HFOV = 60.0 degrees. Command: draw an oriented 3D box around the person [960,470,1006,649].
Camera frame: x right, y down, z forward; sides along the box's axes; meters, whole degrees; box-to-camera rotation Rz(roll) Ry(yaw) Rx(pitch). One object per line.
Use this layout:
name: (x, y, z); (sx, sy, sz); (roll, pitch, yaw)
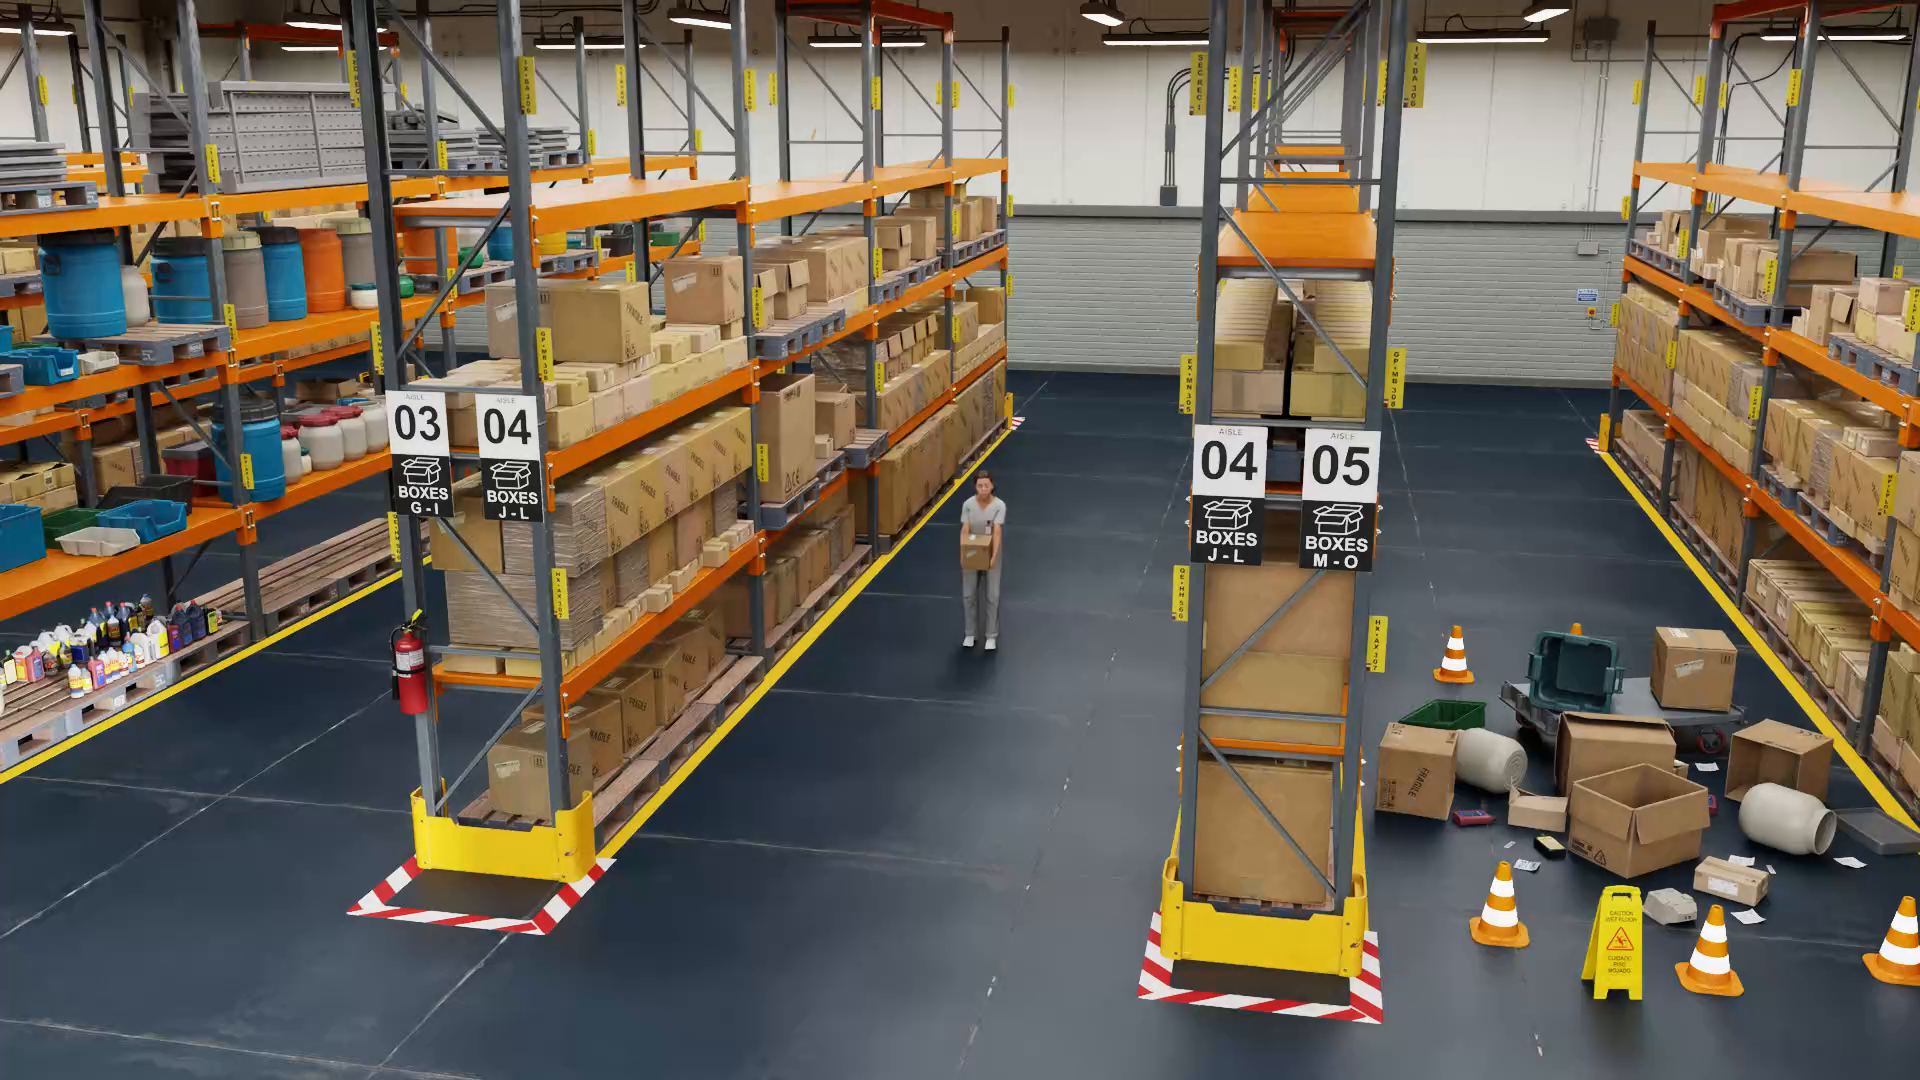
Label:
person: (0.206, 0.186, 15.338); (0.411, 1.666, 0.504); (3, 15, 10)
